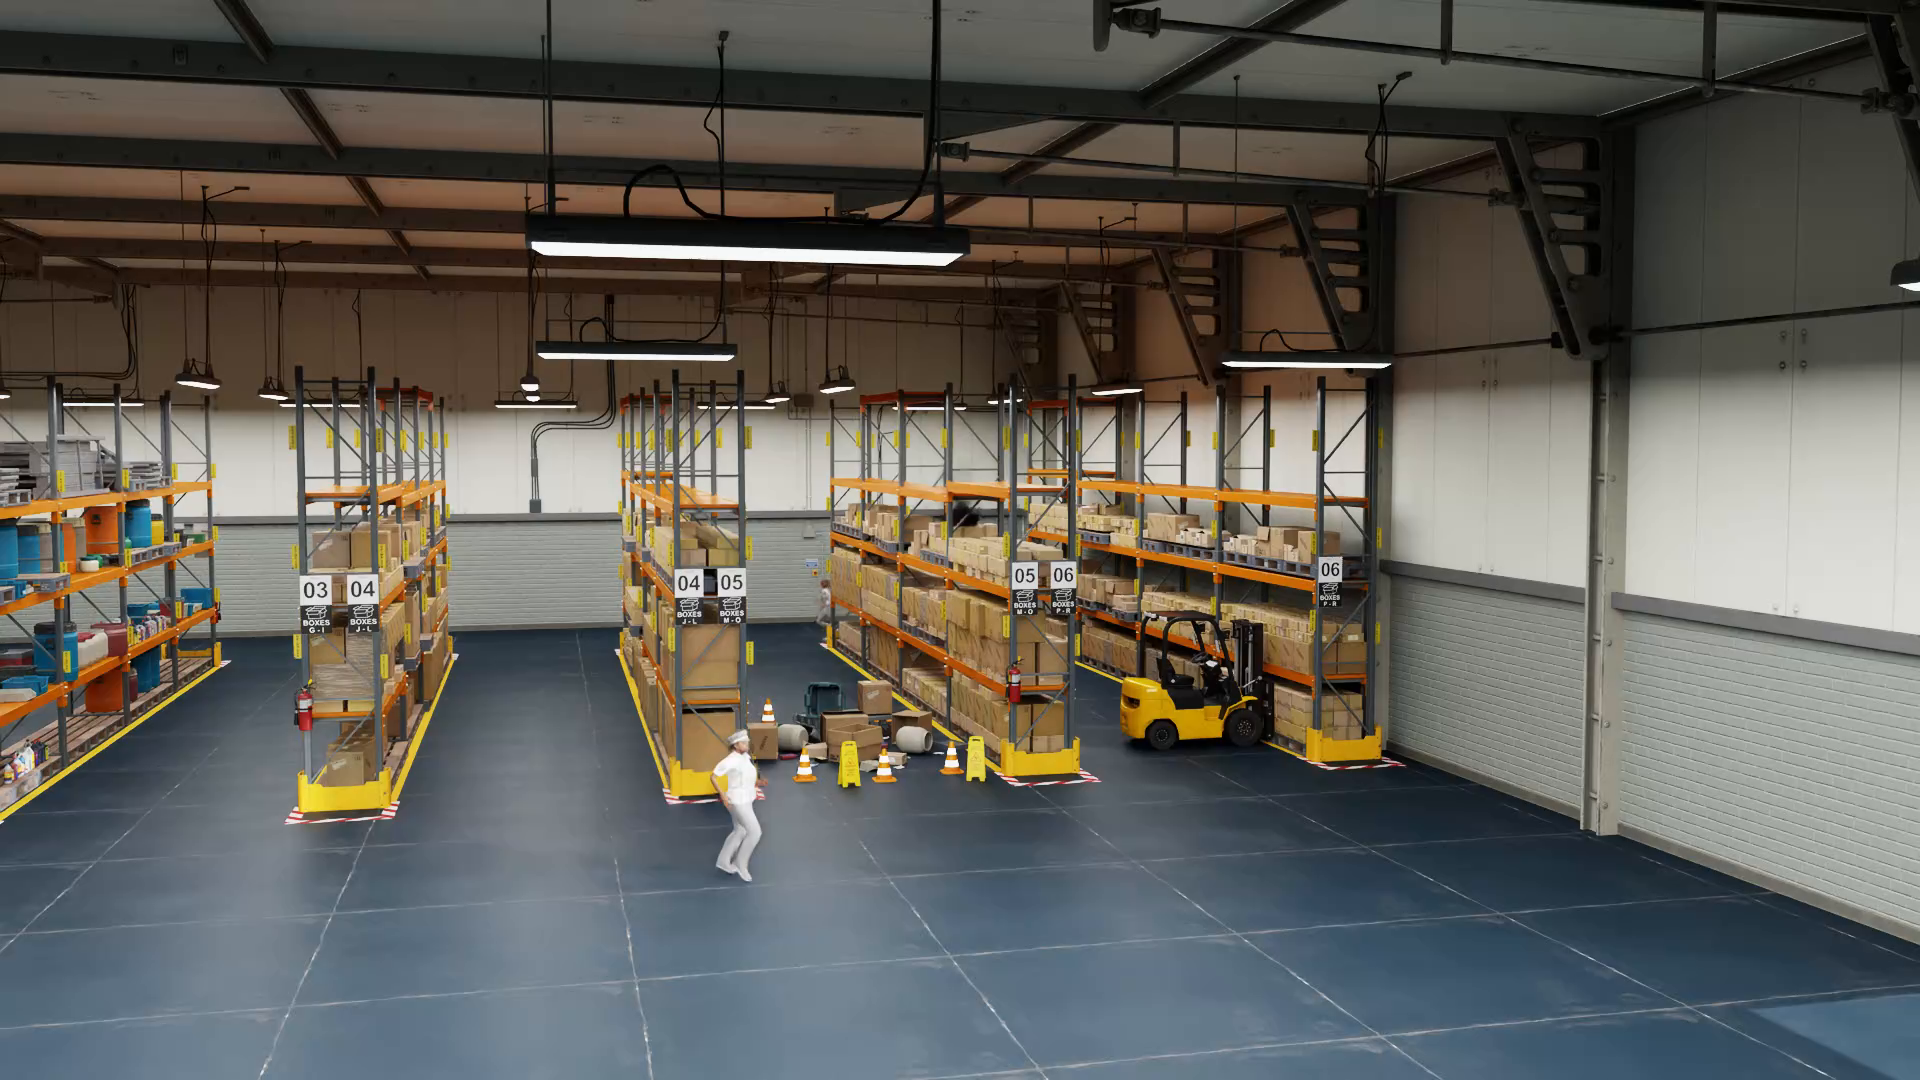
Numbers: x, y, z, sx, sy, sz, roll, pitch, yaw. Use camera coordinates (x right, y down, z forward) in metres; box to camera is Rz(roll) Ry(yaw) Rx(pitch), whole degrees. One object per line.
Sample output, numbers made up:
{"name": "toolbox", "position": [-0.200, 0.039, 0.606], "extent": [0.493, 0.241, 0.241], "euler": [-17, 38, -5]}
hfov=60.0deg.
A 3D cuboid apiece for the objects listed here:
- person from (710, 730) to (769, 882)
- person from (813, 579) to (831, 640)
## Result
{"name": "person", "position": [-2.500, 3.028, 19.006], "extent": [0.713, 1.731, 0.542], "euler": [1, 4, 17]}
{"name": "person", "position": [-3.412, 1.753, 41.610], "extent": [0.562, 1.552, 0.554], "euler": [0, 3, -2]}
